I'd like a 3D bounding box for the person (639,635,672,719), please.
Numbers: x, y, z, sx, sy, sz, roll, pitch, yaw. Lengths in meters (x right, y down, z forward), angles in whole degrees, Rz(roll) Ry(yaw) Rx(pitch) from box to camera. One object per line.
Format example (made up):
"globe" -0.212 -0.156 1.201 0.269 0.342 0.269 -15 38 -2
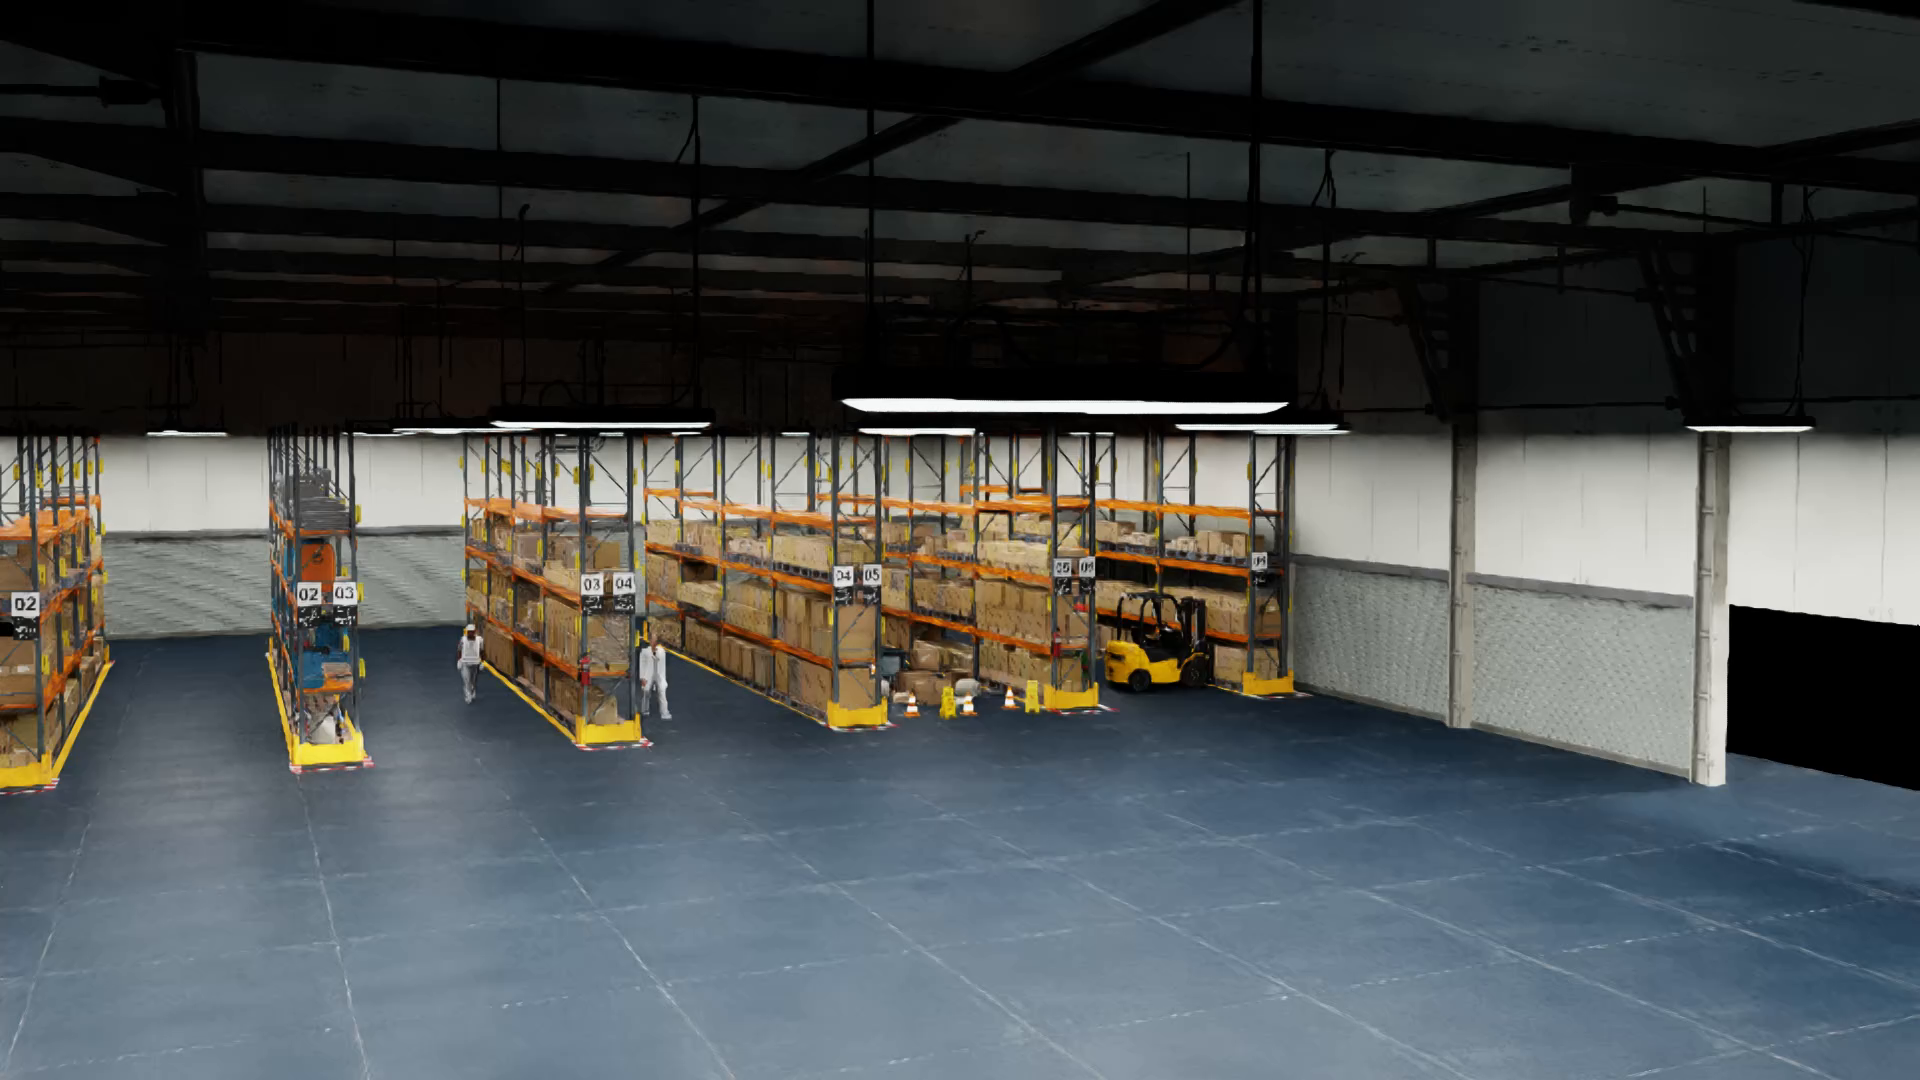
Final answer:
"person" -6.246 2.778 33.903 0.601 1.696 1.185 -2 4 -25

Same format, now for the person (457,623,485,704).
"person" -10.592 2.652 36.073 0.563 1.707 1.127 -2 4 -26

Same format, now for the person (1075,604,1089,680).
"person" 2.813 2.404 39.448 0.490 1.787 0.608 0 4 5
